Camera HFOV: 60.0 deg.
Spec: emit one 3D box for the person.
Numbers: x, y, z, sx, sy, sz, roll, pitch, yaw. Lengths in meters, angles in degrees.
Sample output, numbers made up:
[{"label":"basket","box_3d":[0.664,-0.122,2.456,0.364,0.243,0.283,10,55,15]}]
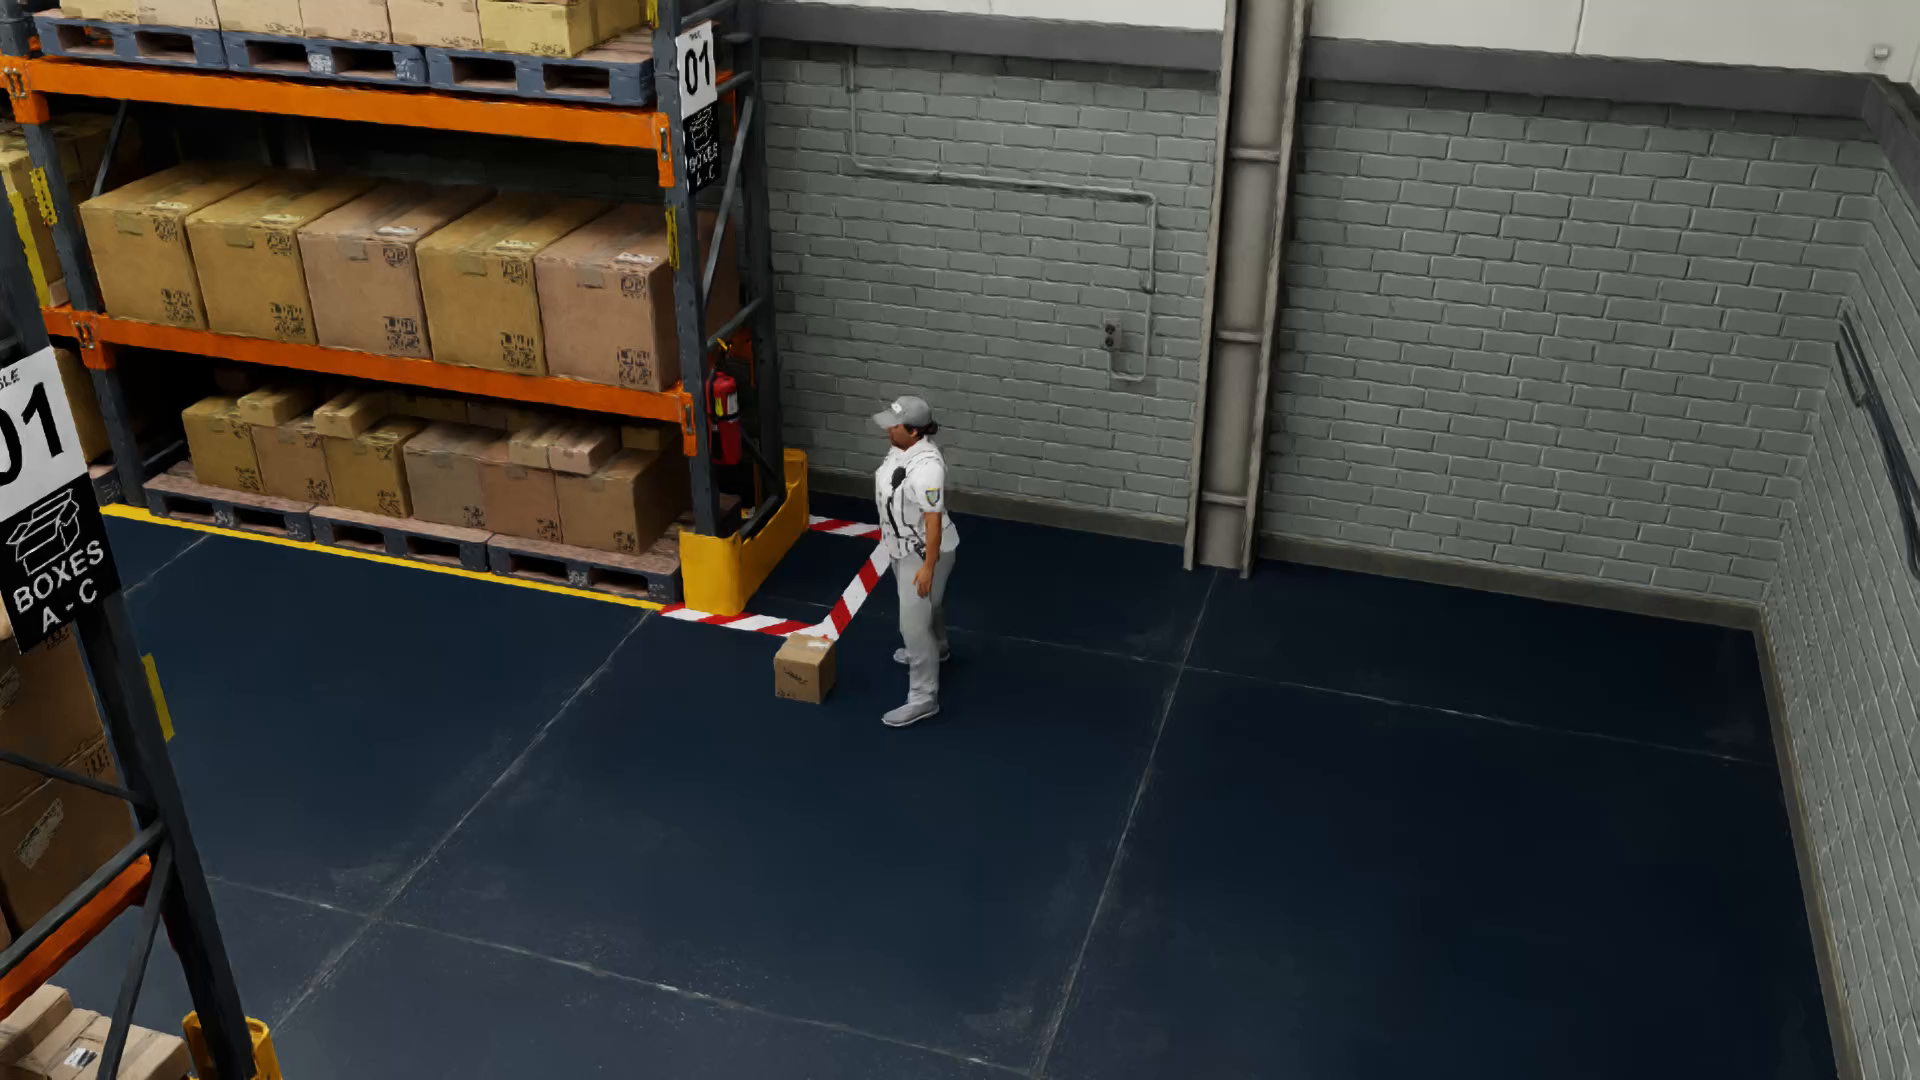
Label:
[{"label":"person","box_3d":[-0.237,0.055,8.370,0.529,1.657,0.651,-11,31,-18]}]
